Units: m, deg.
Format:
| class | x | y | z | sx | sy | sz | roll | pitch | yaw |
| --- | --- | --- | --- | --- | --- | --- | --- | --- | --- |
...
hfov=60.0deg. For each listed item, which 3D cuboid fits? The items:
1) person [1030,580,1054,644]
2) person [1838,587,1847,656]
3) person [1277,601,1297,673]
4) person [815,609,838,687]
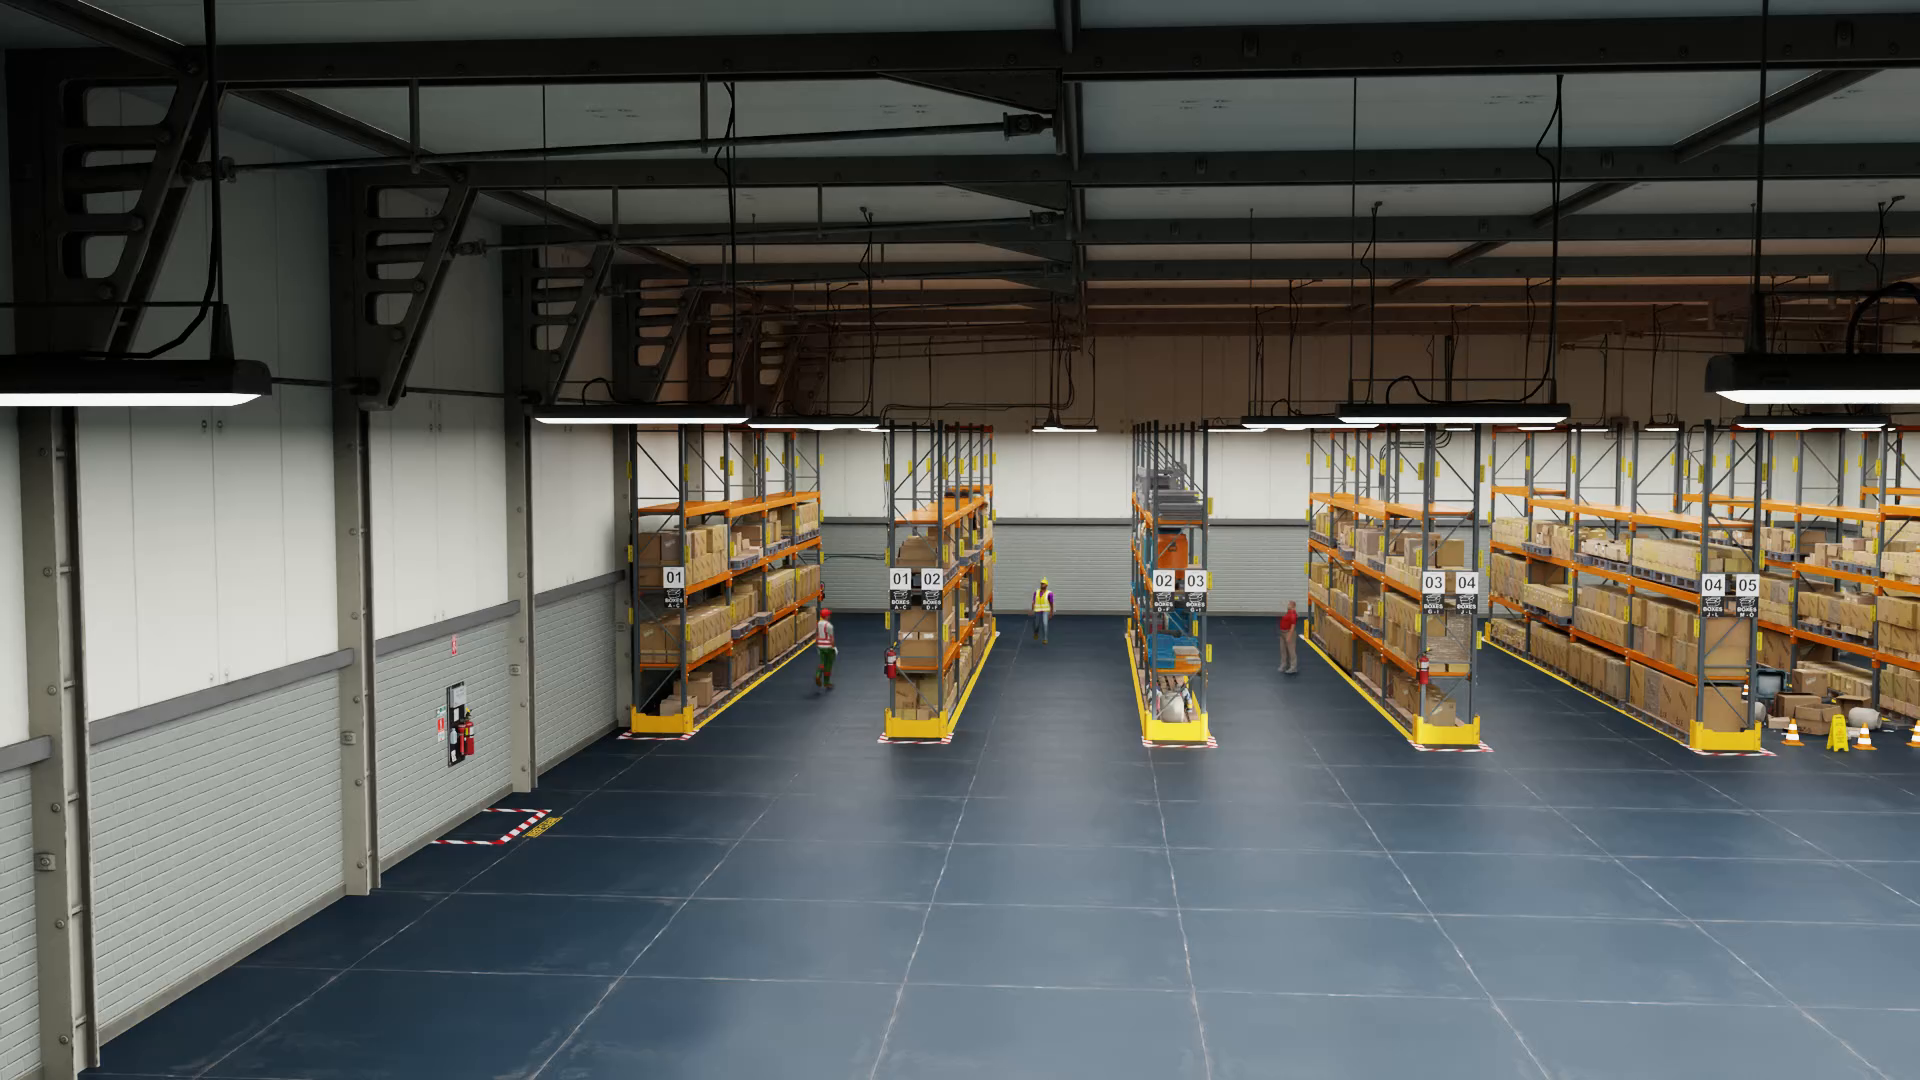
| class | x | y | z | sx | sy | sz | roll | pitch | yaw |
| --- | --- | --- | --- | --- | --- | --- | --- | --- | --- |
| person | 2.207 | 1.918 | 44.732 | 0.634 | 1.712 | 0.856 | 0 | 4 | 2 |
| person | 22.720 | 2.113 | 42.940 | 0.627 | 1.822 | 0.532 | -1 | 4 | -19 |
| person | 7.920 | 2.319 | 40.133 | 0.460 | 1.722 | 0.585 | -1 | 4 | -20 |
| person | -3.030 | 2.436 | 37.577 | 0.554 | 1.782 | 0.497 | 3 | 5 | 41 |
